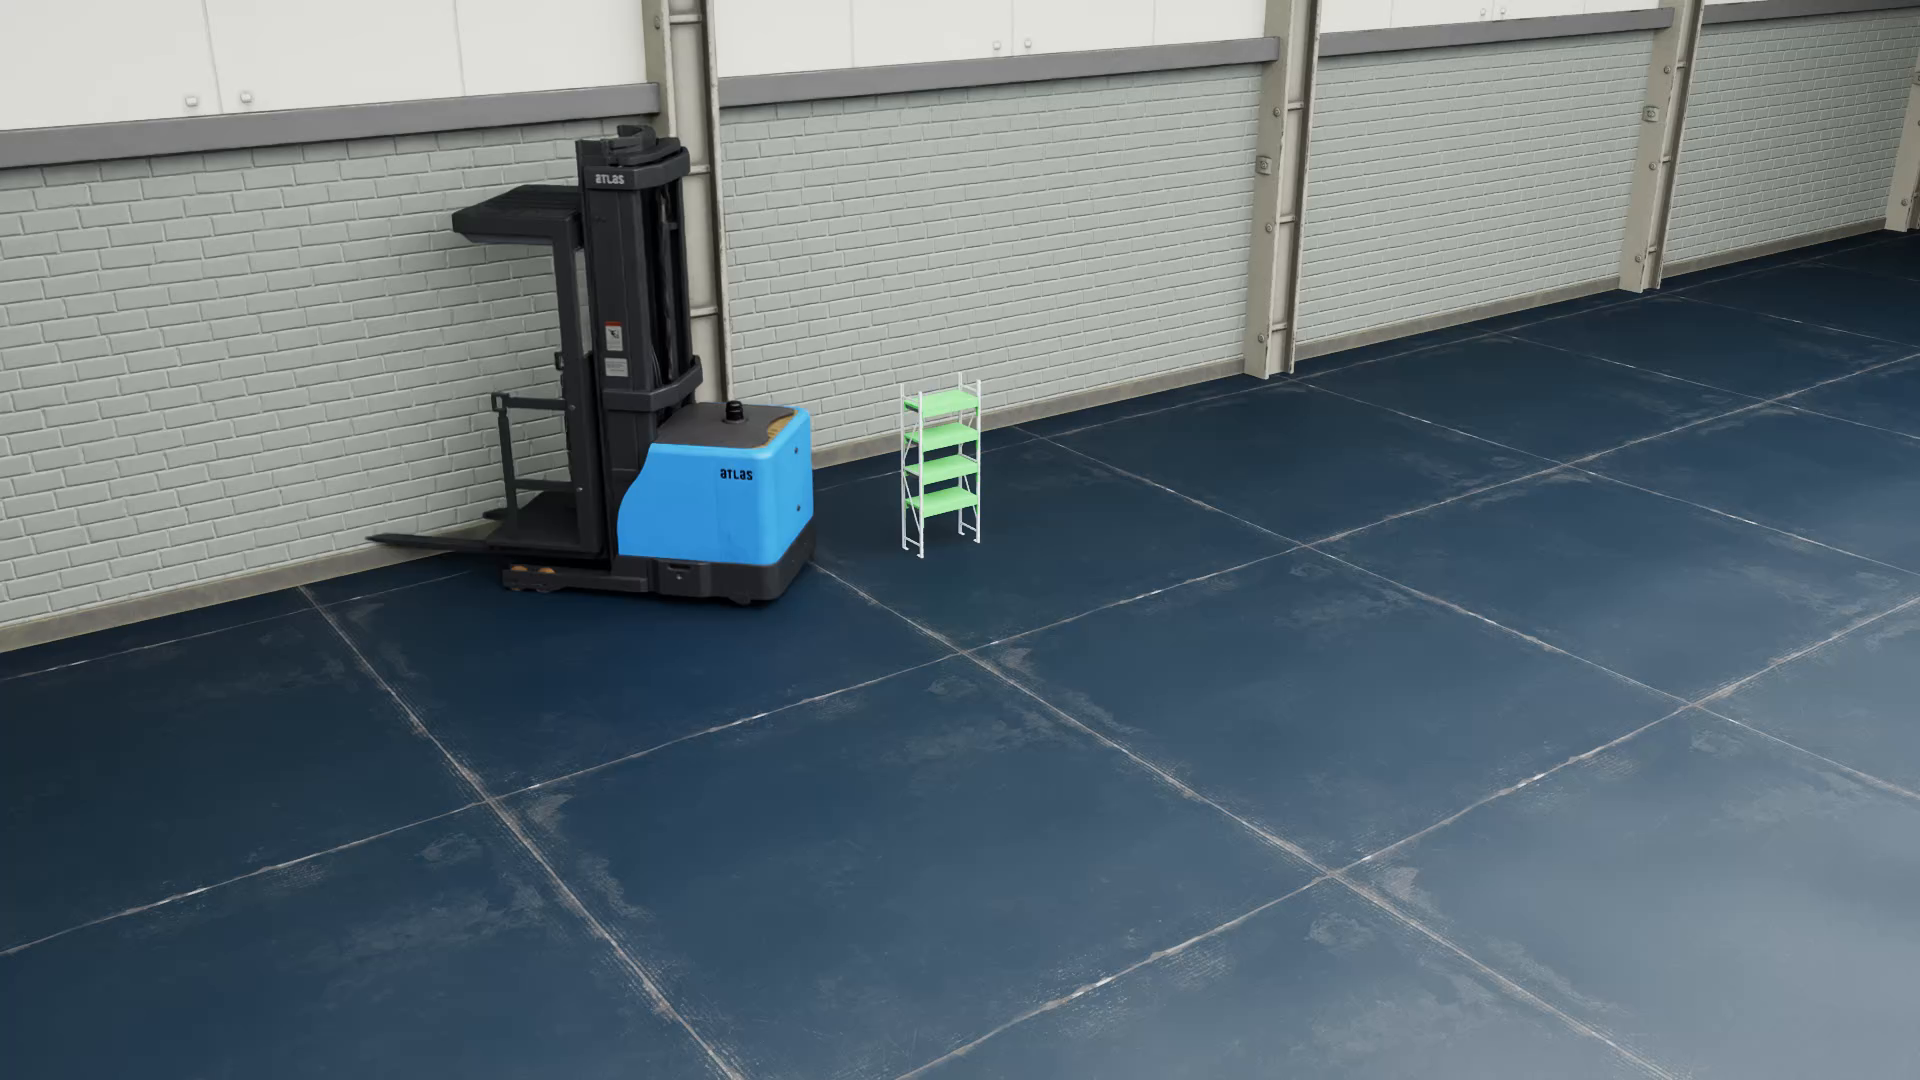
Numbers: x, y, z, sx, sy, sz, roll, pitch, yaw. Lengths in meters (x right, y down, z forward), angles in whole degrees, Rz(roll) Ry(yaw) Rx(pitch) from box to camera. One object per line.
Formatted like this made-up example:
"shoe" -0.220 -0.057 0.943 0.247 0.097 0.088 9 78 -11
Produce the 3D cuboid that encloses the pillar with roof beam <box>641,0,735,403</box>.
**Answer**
"pillar with roof beam" 0.590 -3.191 7.752 0.400 9.000 9.100 -15 26 -33

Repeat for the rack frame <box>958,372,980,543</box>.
"rack frame" 0.064 -0.574 11.717 0.015 1.200 0.240 -15 26 -33

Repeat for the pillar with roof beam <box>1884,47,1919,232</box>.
"pillar with roof beam" 15.202 -7.088 17.516 0.400 9.000 9.100 -15 26 -33

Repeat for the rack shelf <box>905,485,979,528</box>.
"rack shelf" -0.134 -0.239 11.697 0.480 0.148 0.258 -15 26 -33

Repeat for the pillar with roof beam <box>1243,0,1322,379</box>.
"pillar with roof beam" 5.461 -4.490 11.007 0.400 9.000 9.100 -15 26 -33

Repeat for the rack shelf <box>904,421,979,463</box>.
"rack shelf" -0.134 -0.685 11.519 0.480 0.148 0.258 -15 26 -33

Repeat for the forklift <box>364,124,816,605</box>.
"forklift" -2.569 -1.195 10.935 3.031 2.935 1.130 4 22 10

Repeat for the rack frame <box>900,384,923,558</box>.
"rack frame" -0.332 -0.469 11.452 0.015 1.200 0.240 -15 26 -33

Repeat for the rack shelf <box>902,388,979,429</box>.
"rack shelf" -0.134 -0.908 11.430 0.480 0.148 0.258 -15 26 -33

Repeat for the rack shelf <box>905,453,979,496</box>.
"rack shelf" -0.134 -0.462 11.608 0.480 0.148 0.258 -15 26 -33

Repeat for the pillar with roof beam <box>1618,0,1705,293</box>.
"pillar with roof beam" 10.331 -5.789 14.261 0.400 9.000 9.100 -15 26 -33

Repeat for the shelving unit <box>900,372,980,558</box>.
"shelving unit" -0.134 -0.521 11.584 0.503 1.200 0.258 -15 26 -33
